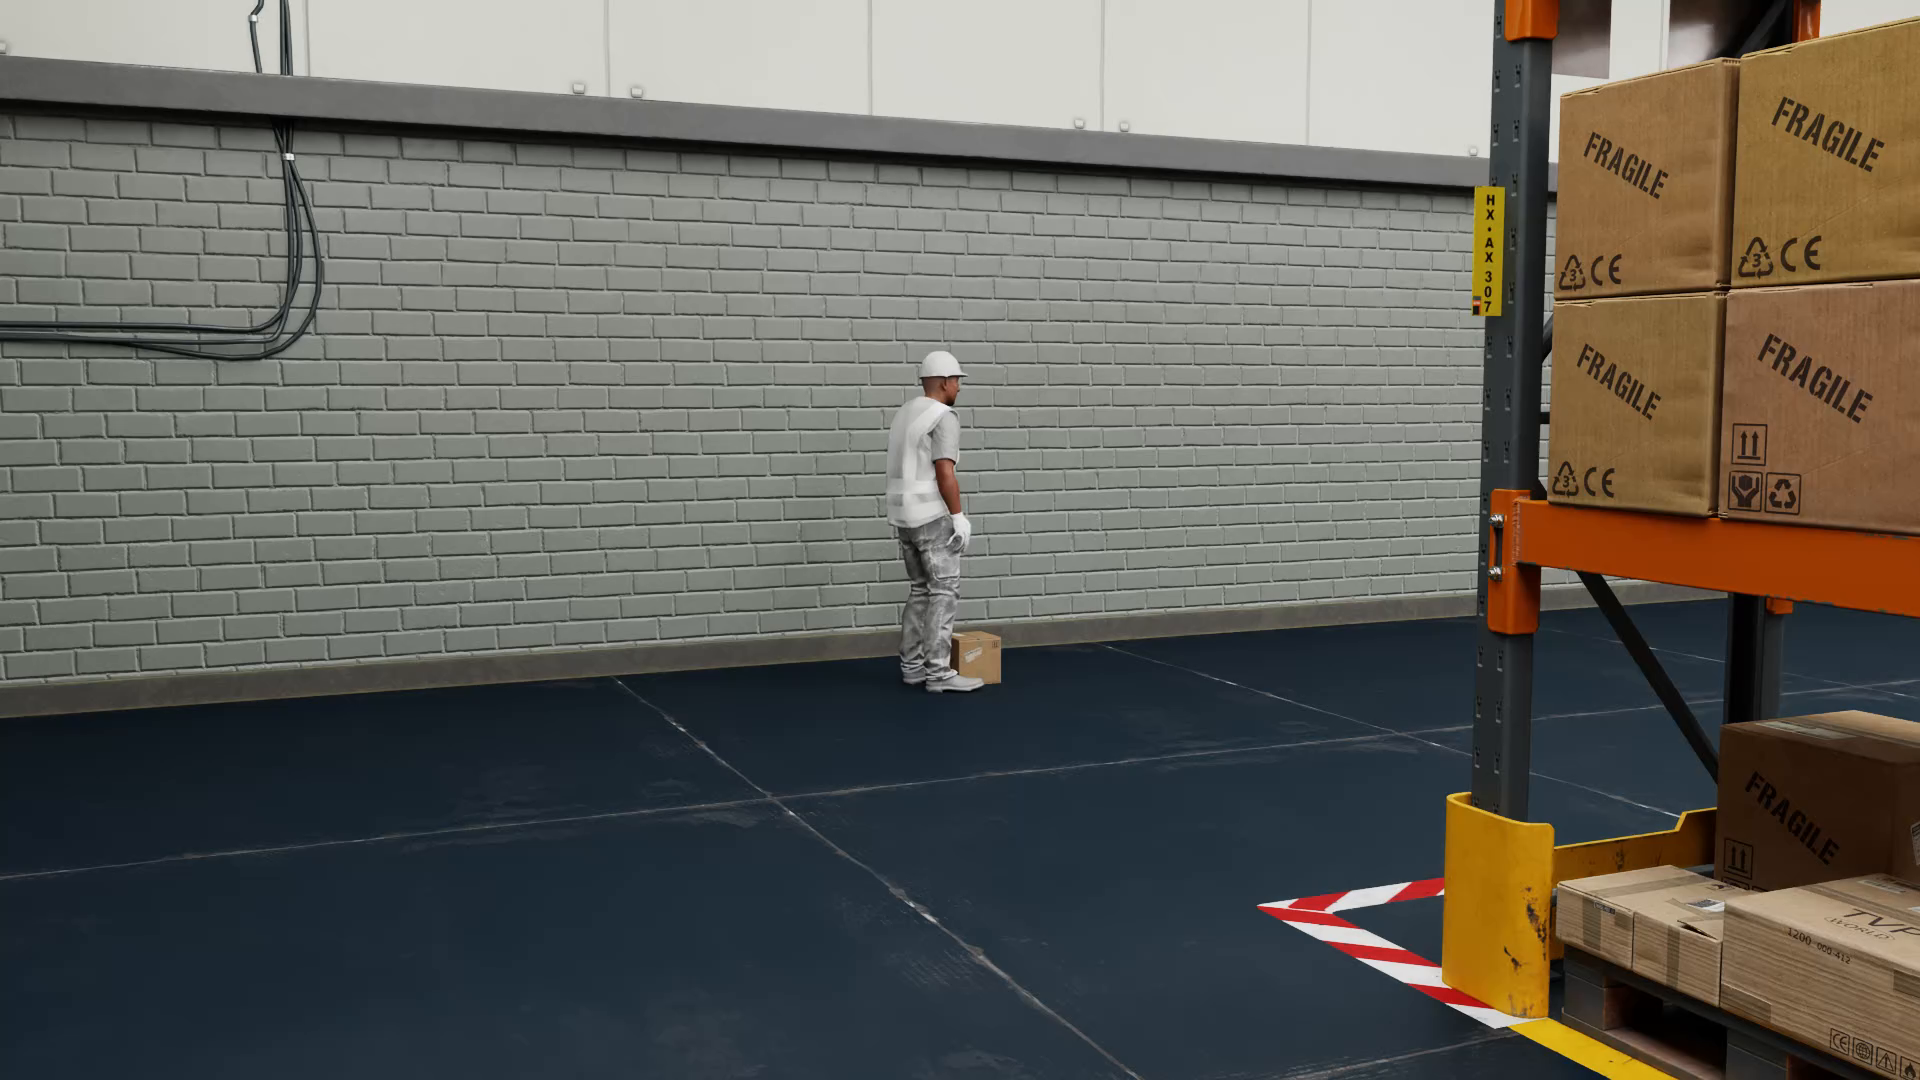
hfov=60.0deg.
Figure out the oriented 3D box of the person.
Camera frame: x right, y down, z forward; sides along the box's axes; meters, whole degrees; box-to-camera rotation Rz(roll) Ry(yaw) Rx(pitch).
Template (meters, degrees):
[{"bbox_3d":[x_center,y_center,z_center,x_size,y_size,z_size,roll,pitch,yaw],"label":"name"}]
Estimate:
[{"bbox_3d":[-0.150,-0.108,8.801,0.449,1.774,0.628,-3,6,-27],"label":"person"}]
